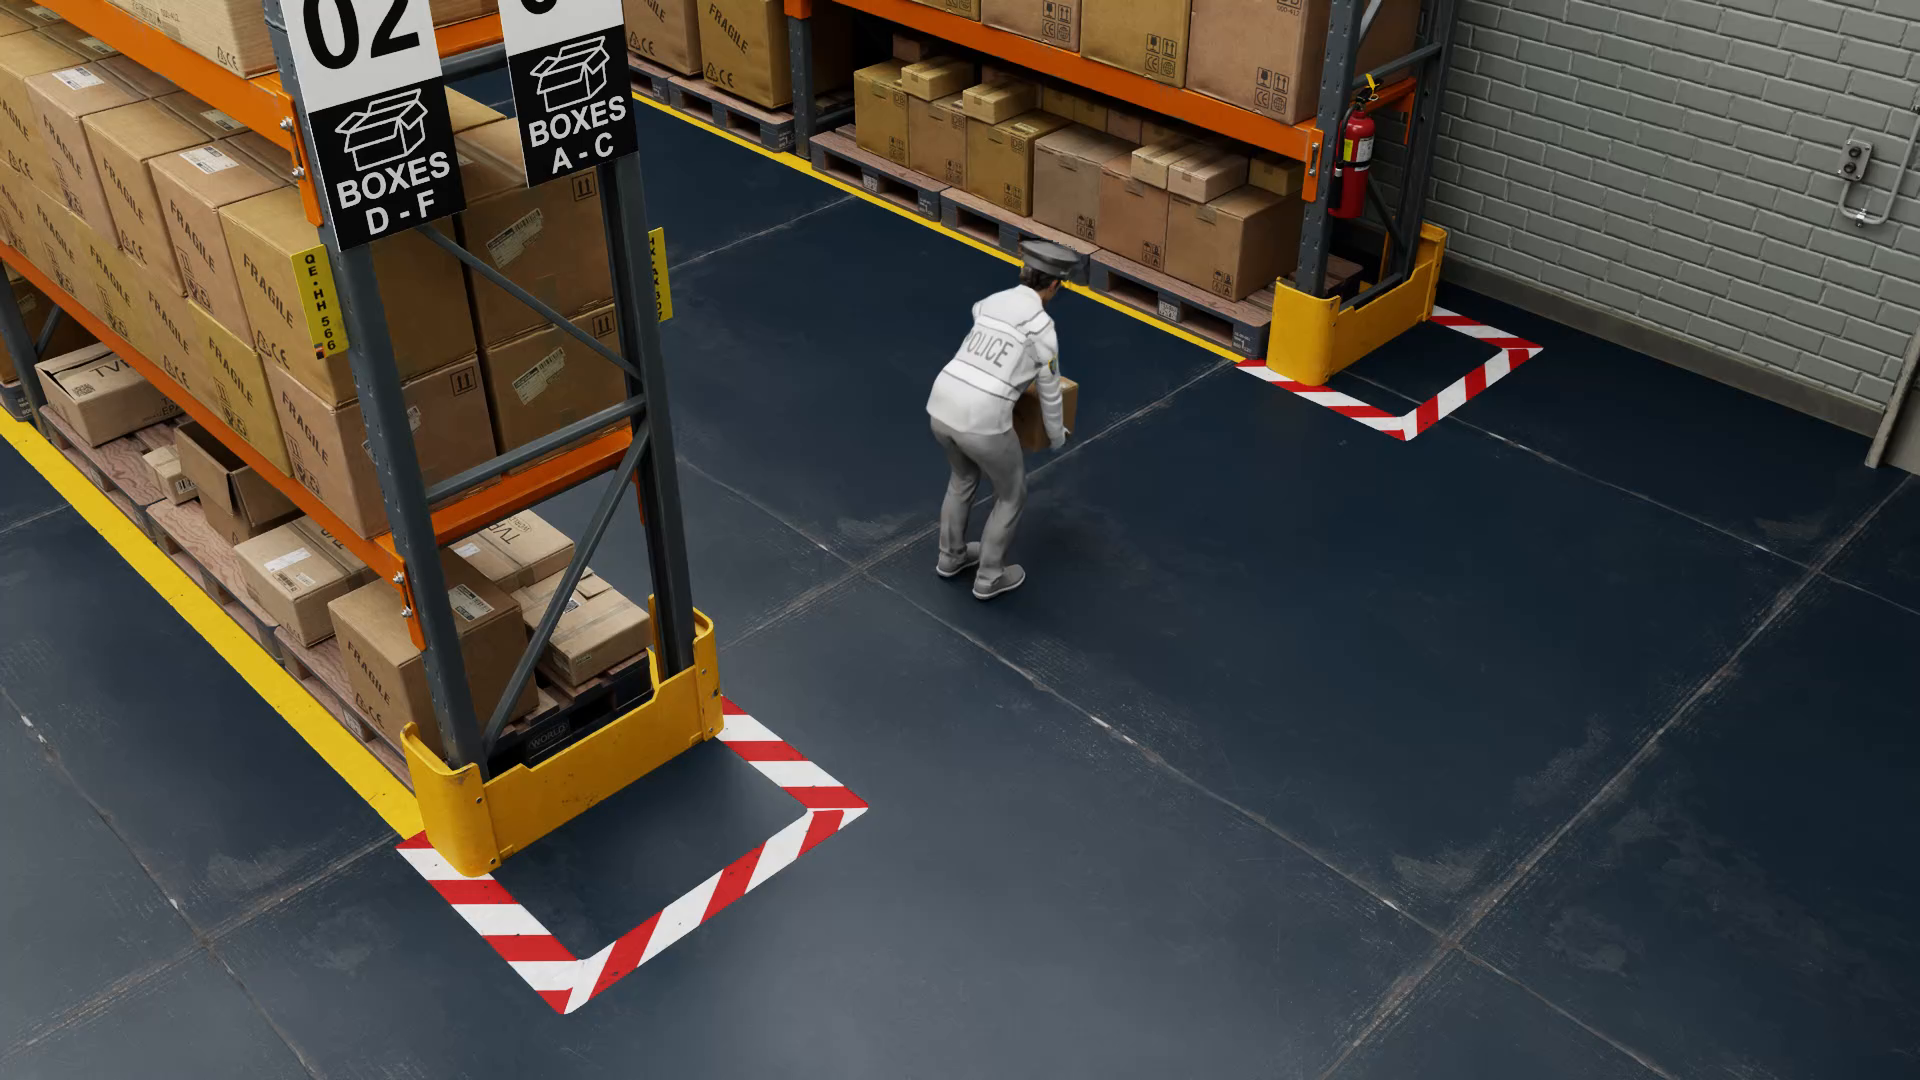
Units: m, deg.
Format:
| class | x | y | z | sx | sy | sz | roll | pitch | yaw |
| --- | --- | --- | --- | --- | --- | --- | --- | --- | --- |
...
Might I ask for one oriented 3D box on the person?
| class | x | y | z | sx | sy | sz | roll | pitch | yaw |
| --- | --- | --- | --- | --- | --- | --- | --- | --- | --- |
| person | 0.193 | -0.509 | 7.023 | 0.415 | 1.474 | 0.756 | 29 | 45 | 34 |
